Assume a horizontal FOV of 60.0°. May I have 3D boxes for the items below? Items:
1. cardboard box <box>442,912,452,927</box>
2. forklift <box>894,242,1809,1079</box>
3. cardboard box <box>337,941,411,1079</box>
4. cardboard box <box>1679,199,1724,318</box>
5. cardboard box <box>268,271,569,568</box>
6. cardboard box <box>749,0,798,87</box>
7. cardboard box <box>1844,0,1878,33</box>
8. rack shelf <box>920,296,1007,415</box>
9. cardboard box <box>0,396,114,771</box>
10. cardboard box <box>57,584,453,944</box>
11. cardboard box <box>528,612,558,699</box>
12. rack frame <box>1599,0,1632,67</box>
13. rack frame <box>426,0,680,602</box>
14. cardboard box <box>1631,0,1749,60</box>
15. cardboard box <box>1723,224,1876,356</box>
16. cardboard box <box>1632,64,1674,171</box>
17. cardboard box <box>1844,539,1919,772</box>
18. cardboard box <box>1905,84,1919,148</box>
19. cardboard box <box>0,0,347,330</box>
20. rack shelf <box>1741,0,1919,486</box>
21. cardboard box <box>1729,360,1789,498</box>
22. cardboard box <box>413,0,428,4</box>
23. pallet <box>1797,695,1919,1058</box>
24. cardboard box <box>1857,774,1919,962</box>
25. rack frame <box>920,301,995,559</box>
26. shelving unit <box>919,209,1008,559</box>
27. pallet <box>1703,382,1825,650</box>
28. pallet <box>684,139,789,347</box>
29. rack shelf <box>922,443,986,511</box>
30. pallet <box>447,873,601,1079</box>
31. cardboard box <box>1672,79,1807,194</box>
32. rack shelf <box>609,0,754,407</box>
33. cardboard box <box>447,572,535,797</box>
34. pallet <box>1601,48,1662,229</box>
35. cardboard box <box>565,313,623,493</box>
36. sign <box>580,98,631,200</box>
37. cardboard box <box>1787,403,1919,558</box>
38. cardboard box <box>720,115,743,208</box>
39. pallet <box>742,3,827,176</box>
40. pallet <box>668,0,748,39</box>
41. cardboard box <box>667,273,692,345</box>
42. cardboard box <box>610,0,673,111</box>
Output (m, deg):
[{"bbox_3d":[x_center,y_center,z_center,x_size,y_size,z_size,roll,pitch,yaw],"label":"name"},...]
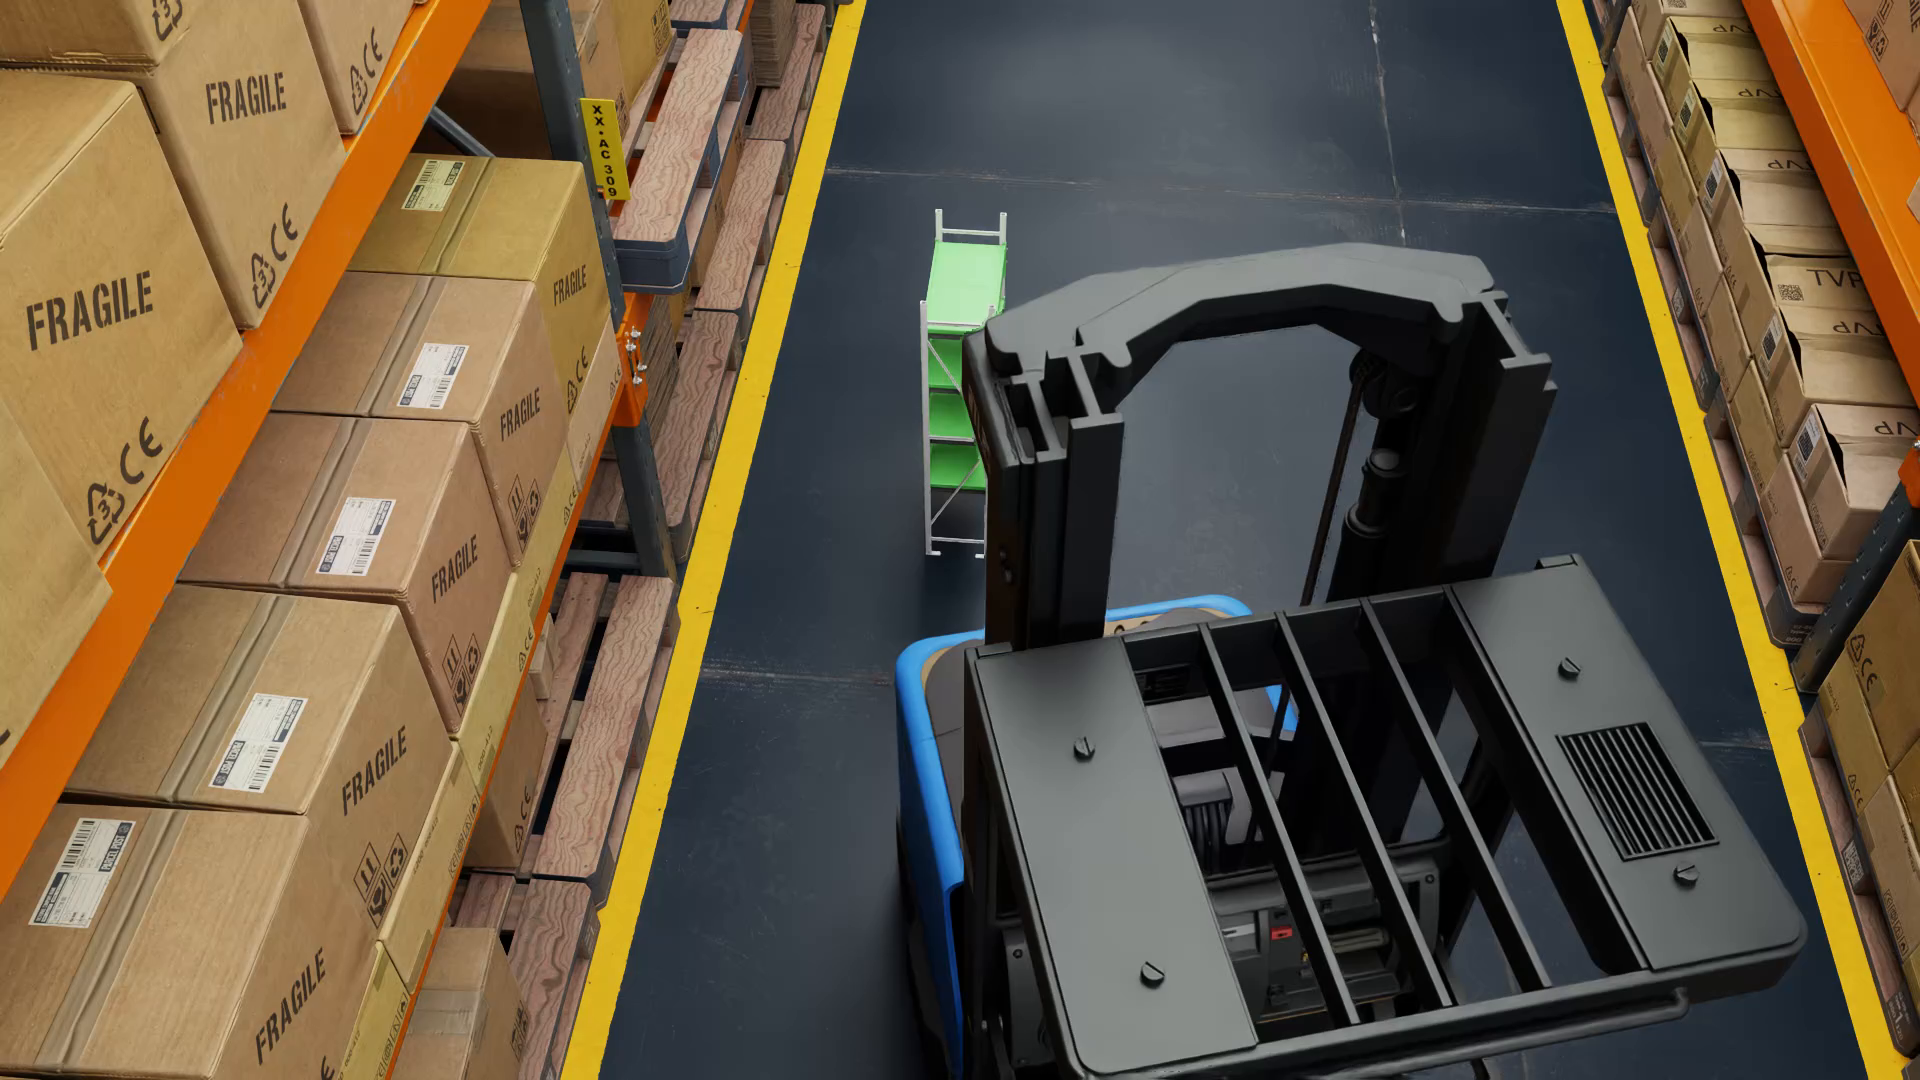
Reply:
[{"bbox_3d":[-1.693,1.167,4.784,0.380,0.149,0.250,0,48,0],"label":"cardboard box"},{"bbox_3d":[0.597,1.013,3.337,1.130,2.935,3.031,-8,48,-8],"label":"forklift"},{"bbox_3d":[-1.446,1.069,3.328,0.500,0.250,0.500,3,48,3],"label":"cardboard box"},{"bbox_3d":[3.297,-1.150,6.848,0.500,0.250,0.500,5,48,4],"label":"cardboard box"},{"bbox_3d":[-1.302,-0.295,4.067,0.500,0.500,0.500,4,48,3],"label":"cardboard box"},{"bbox_3d":[-1.176,-2.532,7.929,0.700,0.500,0.500,4,48,4],"label":"cardboard box"},{"bbox_3d":[3.634,-2.229,6.188,0.500,0.500,0.500,2,48,1],"label":"cardboard box"},{"bbox_3d":[0.015,-0.645,5.789,0.258,0.148,0.480,4,48,4],"label":"rack shelf"},{"bbox_3d":[-1.484,0.063,2.046,0.500,0.500,0.500,6,48,5],"label":"cardboard box"},{"bbox_3d":[-1.405,0.457,3.379,0.500,0.500,0.500,5,48,5],"label":"cardboard box"},{"bbox_3d":[-1.546,0.382,5.490,0.380,0.166,0.250,-2,48,-2],"label":"cardboard box"},{"bbox_3d":[3.771,-3.430,7.354,1.000,3.000,0.127,4,48,4],"label":"rack frame"},{"bbox_3d":[-1.527,-0.821,4.968,1.000,3.000,0.127,4,48,4],"label":"rack frame"},{"bbox_3d":[3.431,-2.468,7.673,0.500,0.311,0.500,5,48,5],"label":"cardboard box"},{"bbox_3d":[3.247,-0.960,6.294,0.500,0.311,0.500,4,48,3],"label":"cardboard box"},{"bbox_3d":[3.386,-1.909,7.542,0.500,0.250,0.500,3,48,2],"label":"cardboard box"},{"bbox_3d":[3.052,0.362,4.956,0.500,0.500,0.500,4,48,4],"label":"cardboard box"},{"bbox_3d":[3.541,-1.474,5.498,0.500,0.500,0.500,7,48,6],"label":"cardboard box"},{"bbox_3d":[-1.398,-0.705,2.748,0.500,0.500,0.500,2,48,2],"label":"cardboard box"},{"bbox_3d":[3.589,-1.717,6.275,1.077,0.370,4.000,4,48,4],"label":"rack shelf"},{"bbox_3d":[3.203,-0.400,6.162,0.500,0.250,0.500,3,48,3],"label":"cardboard box"},{"bbox_3d":[-1.327,-1.484,3.460,0.500,0.500,0.500,5,48,5],"label":"cardboard box"},{"bbox_3d":[3.292,1.032,5.163,1.003,0.211,1.213,4,48,4],"label":"pallet"},{"bbox_3d":[3.011,0.983,4.897,0.500,0.250,0.500,4,48,4],"label":"cardboard box"},{"bbox_3d":[-0.007,-0.347,5.755,0.240,1.200,0.015,4,48,4],"label":"rack frame"},{"bbox_3d":[0.015,-0.527,5.919,0.258,1.200,0.503,4,48,4],"label":"shelving unit"},{"bbox_3d":[3.435,-0.093,6.192,1.003,0.211,1.213,4,48,4],"label":"pallet"},{"bbox_3d":[-1.349,-1.351,7.342,1.003,0.211,1.213,4,48,4],"label":"pallet"},{"bbox_3d":[0.015,-0.321,6.143,0.258,0.148,0.480,4,48,4],"label":"rack shelf"},{"bbox_3d":[-1.662,1.515,4.721,1.003,0.211,1.213,4,48,4],"label":"pallet"},{"bbox_3d":[3.342,-1.706,6.977,0.500,0.311,0.500,3,48,2],"label":"cardboard box"},{"bbox_3d":[-1.345,-2.048,6.578,1.077,0.370,4.000,4,48,4],"label":"rack shelf"},{"bbox_3d":[-1.353,0.328,4.006,0.500,0.250,0.500,4,48,3],"label":"cardboard box"},{"bbox_3d":[3.657,-1.886,7.832,1.003,0.211,1.213,4,48,4],"label":"pallet"},{"bbox_3d":[-1.268,-0.408,4.679,0.500,0.250,0.500,4,48,4],"label":"cardboard box"},{"bbox_3d":[-0.986,-1.082,4.620,0.100,0.325,0.005,4,48,4],"label":"sign"},{"bbox_3d":[3.158,-0.210,5.608,0.500,0.311,0.500,4,48,4],"label":"cardboard box"},{"bbox_3d":[-1.356,-1.795,7.254,0.700,0.500,0.500,4,48,3],"label":"cardboard box"},{"bbox_3d":[-1.235,-2.245,8.160,1.003,0.211,1.213,4,48,4],"label":"pallet"},{"bbox_3d":[-1.302,-2.238,6.394,1.003,0.211,1.213,4,48,4],"label":"pallet"},{"bbox_3d":[-1.479,-1.051,6.574,0.700,0.500,0.500,3,48,3],"label":"cardboard box"},{"bbox_3d":[-1.389,-1.785,5.484,0.700,0.500,0.500,8,48,8],"label":"cardboard box"}]
